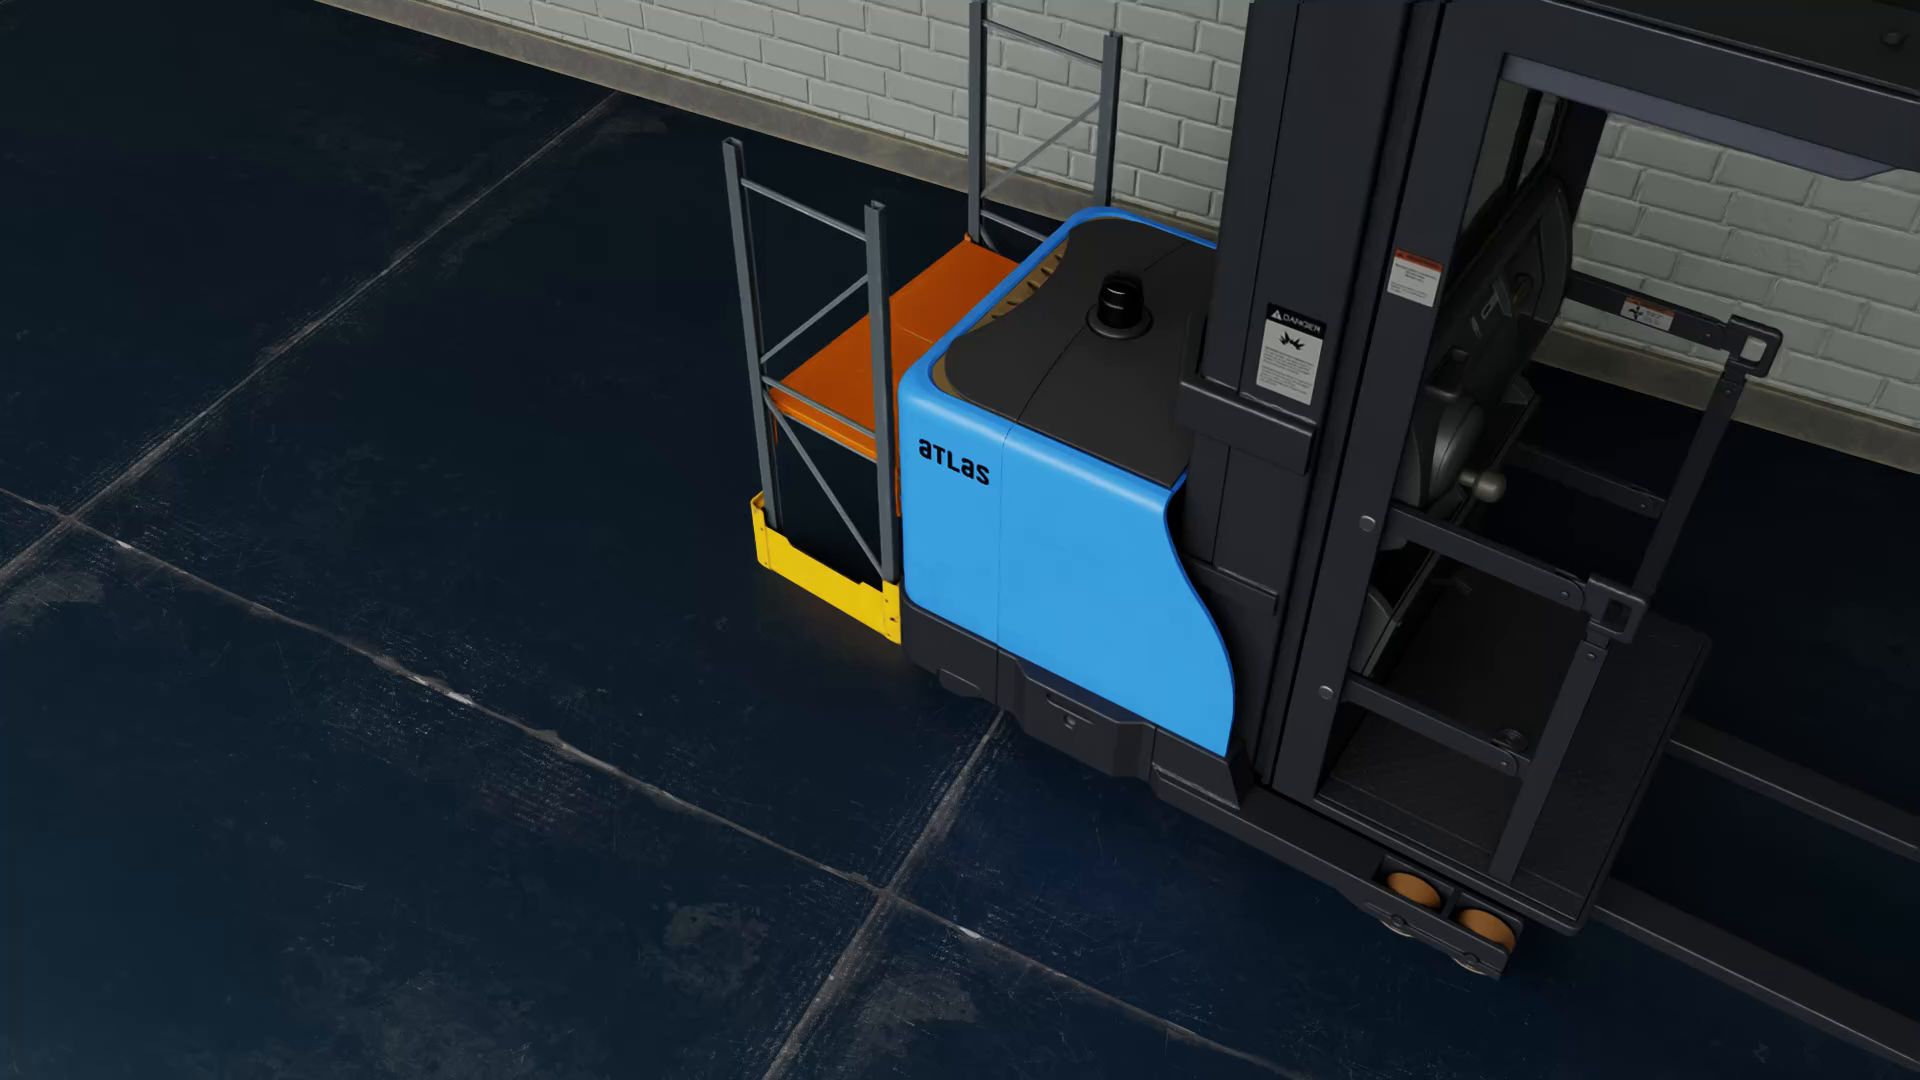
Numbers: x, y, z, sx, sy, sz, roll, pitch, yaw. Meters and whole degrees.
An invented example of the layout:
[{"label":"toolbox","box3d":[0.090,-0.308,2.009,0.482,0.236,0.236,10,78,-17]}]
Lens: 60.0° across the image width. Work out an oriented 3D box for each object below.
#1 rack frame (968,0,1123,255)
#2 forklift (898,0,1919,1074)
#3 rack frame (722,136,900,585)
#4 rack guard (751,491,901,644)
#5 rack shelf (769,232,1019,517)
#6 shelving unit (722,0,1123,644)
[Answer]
[{"label":"rack frame","box3d":[0.234,-0.936,5.121,0.500,1.500,0.032,28,52,25]},{"label":"forklift","box3d":[1.339,-0.379,3.564,3.031,2.935,1.130,25,50,23]},{"label":"rack frame","box3d":[-0.382,-0.360,4.552,0.500,1.500,0.032,28,52,25]},{"label":"rack guard","box3d":[-0.381,0.078,4.997,0.587,0.250,0.087,28,52,25]},{"label":"rack shelf","box3d":[-0.074,-0.522,4.964,0.538,0.185,1.000,28,52,25]},{"label":"shelving unit","box3d":[-0.080,-0.643,4.831,0.587,1.500,1.083,28,52,25]}]
